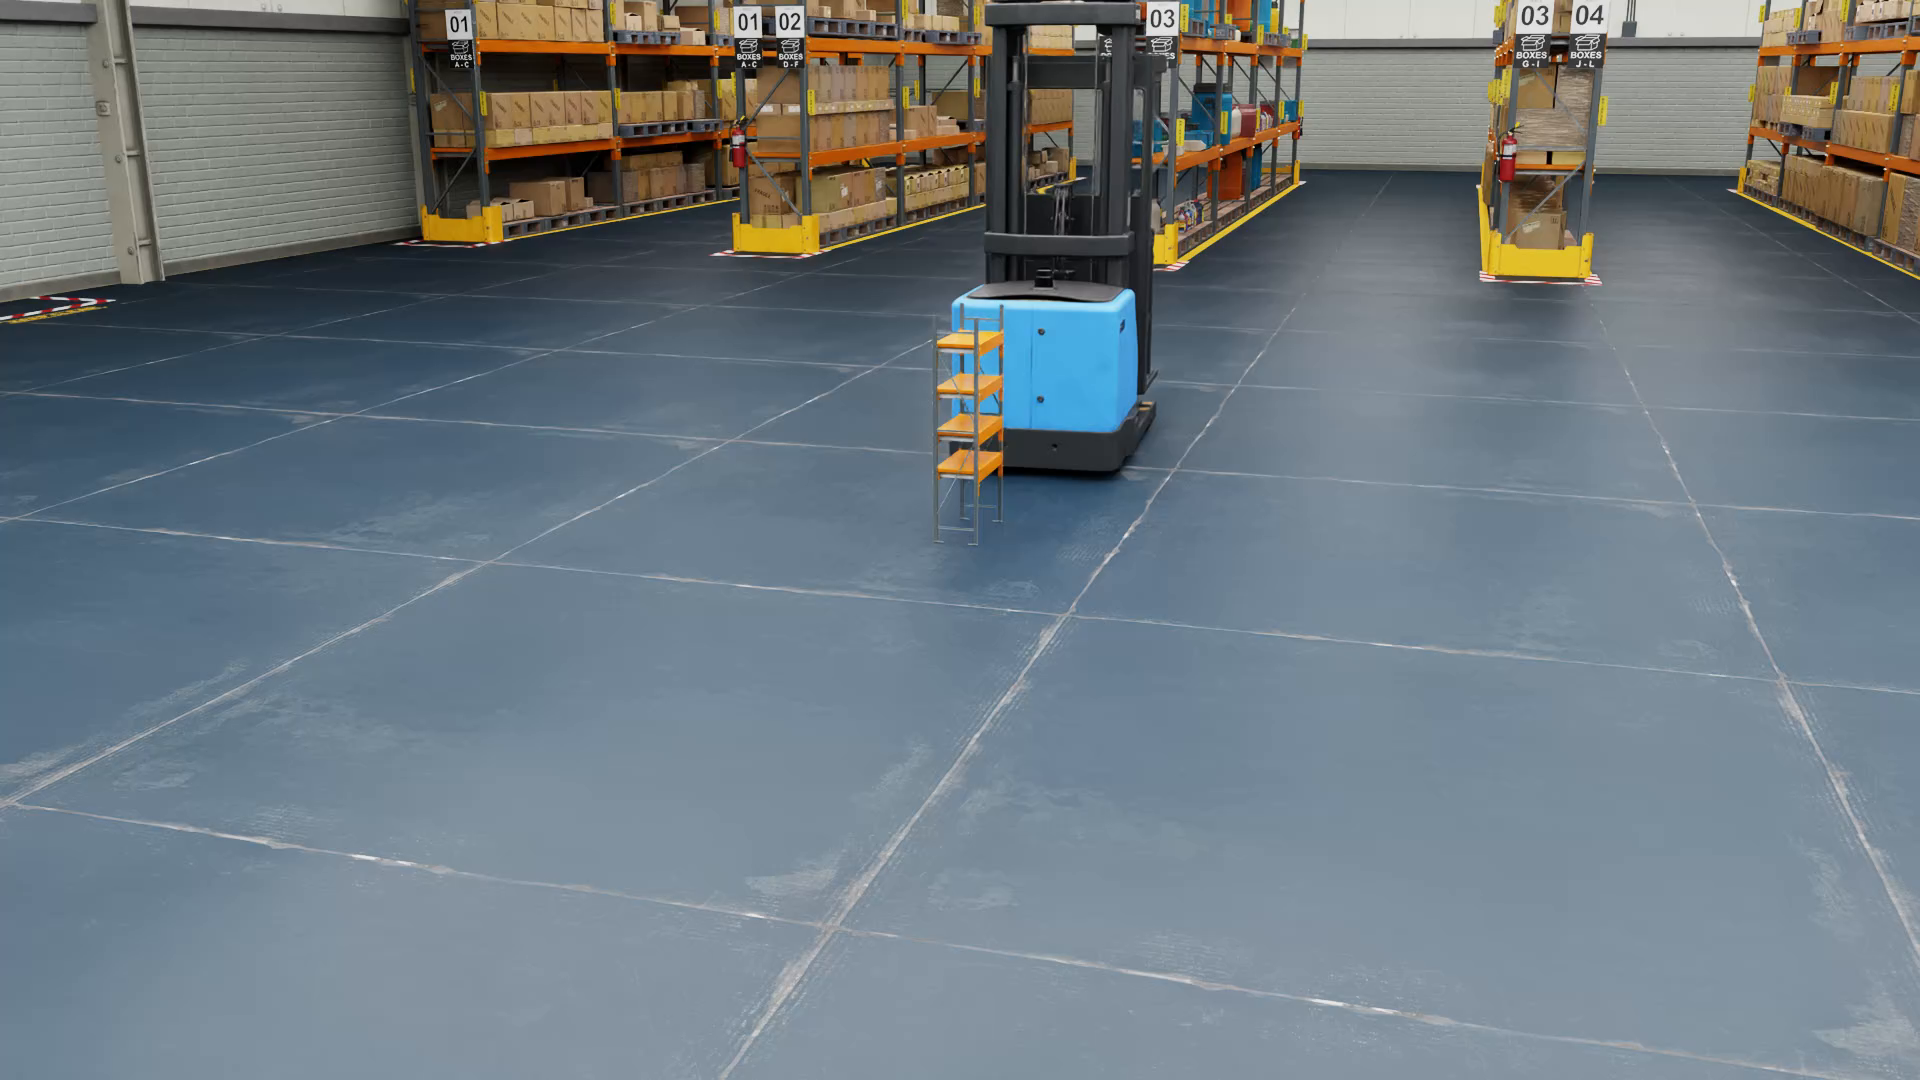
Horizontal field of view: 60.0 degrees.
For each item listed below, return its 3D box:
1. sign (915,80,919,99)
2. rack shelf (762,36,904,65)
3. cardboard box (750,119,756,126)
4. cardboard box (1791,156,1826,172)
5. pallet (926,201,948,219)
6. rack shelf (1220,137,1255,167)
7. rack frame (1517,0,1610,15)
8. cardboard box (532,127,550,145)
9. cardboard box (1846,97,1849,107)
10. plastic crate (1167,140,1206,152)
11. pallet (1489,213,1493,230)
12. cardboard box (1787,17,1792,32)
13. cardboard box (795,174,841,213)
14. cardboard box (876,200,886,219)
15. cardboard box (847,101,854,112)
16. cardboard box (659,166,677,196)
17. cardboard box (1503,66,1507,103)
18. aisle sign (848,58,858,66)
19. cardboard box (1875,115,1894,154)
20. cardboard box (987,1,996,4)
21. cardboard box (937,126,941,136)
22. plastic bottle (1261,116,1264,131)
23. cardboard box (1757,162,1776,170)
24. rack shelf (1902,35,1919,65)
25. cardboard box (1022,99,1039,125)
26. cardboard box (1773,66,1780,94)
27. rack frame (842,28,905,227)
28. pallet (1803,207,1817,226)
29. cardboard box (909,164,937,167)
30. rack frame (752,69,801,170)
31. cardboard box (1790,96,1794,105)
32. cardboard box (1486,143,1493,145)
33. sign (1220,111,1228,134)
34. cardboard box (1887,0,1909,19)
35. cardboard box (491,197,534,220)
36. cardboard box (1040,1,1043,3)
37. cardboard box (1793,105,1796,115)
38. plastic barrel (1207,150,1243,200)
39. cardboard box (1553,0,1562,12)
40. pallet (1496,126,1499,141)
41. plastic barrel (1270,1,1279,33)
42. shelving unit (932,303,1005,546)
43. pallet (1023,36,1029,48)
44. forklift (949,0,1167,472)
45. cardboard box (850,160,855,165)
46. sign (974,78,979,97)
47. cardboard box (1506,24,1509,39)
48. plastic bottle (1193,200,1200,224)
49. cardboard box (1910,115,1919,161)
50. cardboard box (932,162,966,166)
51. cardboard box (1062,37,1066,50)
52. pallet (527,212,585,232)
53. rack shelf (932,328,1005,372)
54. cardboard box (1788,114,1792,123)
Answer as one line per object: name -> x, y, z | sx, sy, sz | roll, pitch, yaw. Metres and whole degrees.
sign -> -0.760, -8.063, 29.783 | 0.100, 0.325, 0.005 | 5, 16, 16
rack shelf -> -1.942, -7.032, 23.945 | 1.077, 0.370, 4.000 | 5, 16, 16
cardboard box -> -4.246, -8.247, 32.831 | 0.380, 0.149, 0.250 | 5, 17, 16
cardboard box -> 14.511, -6.419, 28.399 | 0.500, 0.250, 0.500 | 5, 17, 17
pallet -> -0.857, -5.633, 28.301 | 1.003, 0.211, 1.213 | 5, 16, 16
rack shelf -> 3.943, -6.250, 26.686 | 1.077, 0.370, 4.000 | 5, 16, 16
rack frame -> 6.986, -7.529, 18.881 | 1.000, 3.000, 0.127 | 5, 16, 16
cardboard box -> -6.534, -6.105, 25.095 | 0.500, 0.250, 0.500 | 4, 16, 15
cardboard box -> 14.676, -7.142, 27.111 | 0.380, 0.149, 0.250 | 5, 17, 18
plastic crate -> 3.156, -5.502, 23.212 | 0.530, 0.136, 0.437 | 5, 16, 16
pallet -> 8.688, -4.871, 25.617 | 1.003, 0.211, 1.213 | 5, 16, 16
cardboard box -> 15.170, -9.258, 29.834 | 0.500, 0.250, 0.500 | 4, 16, 14
cardboard box -> -2.005, -4.906, 23.523 | 0.500, 0.500, 0.500 | 5, 16, 16
cardboard box -> -1.448, -5.069, 25.473 | 0.500, 0.250, 0.500 | 5, 16, 16
cardboard box -> -1.755, -6.260, 24.030 | 0.380, 0.149, 0.250 | 5, 17, 16
cardboard box -> -5.514, -6.447, 29.835 | 0.700, 0.500, 0.500 | 5, 16, 16
cardboard box -> 7.751, -6.263, 22.853 | 0.500, 0.500, 0.500 | 5, 16, 16
aisle sign -> -2.406, -11.227, 38.150 | 0.394, 0.787, 0.004 | 5, 16, 16
cardboard box -> 12.742, -5.483, 22.481 | 0.500, 0.500, 0.500 | 5, 16, 16
cardboard box -> 0.309, -9.817, 31.311 | 0.600, 0.600, 0.600 | 4, 16, 14
cardboard box -> -0.545, -7.046, 28.633 | 0.380, 0.149, 0.250 | 6, 17, 20
plastic bottle -> 5.494, -7.655, 30.547 | 0.152, 0.276, 0.135 | 5, 16, 16
cardboard box -> 15.637, -7.215, 32.133 | 0.380, 0.149, 0.250 | 4, 16, 13
rack shelf -> 12.281, -5.852, 19.784 | 1.077, 0.370, 4.000 | 5, 16, 16
cardboard box -> 1.306, -8.711, 33.862 | 0.500, 0.500, 0.500 | 5, 17, 17
cardboard box -> 15.298, -8.456, 30.582 | 0.500, 0.500, 0.500 | 5, 17, 17
rack frame -> -1.374, -6.458, 26.101 | 1.000, 3.000, 0.127 | 5, 16, 16
pallet -> 14.210, -5.187, 26.730 | 1.003, 0.211, 1.213 | 5, 16, 16
cardboard box -> -0.667, -6.539, 29.629 | 0.500, 0.311, 0.500 | 5, 17, 18
rack frame -> -3.851, -8.934, 34.831 | 1.000, 3.000, 0.127 | 5, 16, 16
cardboard box -> 14.348, -7.465, 28.253 | 0.380, 0.149, 0.250 | 4, 16, 15
cardboard box -> 10.234, -6.793, 30.405 | 1.225, 0.875, 0.875 | 5, 16, 16
sign -> 3.899, -6.161, 24.545 | 0.100, 0.325, 0.005 | 5, 16, 16
cardboard box -> 12.990, -7.239, 22.679 | 0.500, 0.250, 0.500 | 4, 16, 15
cardboard box -> -6.816, -5.036, 25.209 | 0.500, 0.311, 0.500 | 6, 17, 20
cardboard box -> 1.279, -10.773, 33.802 | 0.700, 0.500, 0.500 | 5, 16, 16
cardboard box -> 14.278, -7.253, 28.051 | 0.380, 0.149, 0.250 | 5, 17, 18
plastic barrel -> 4.634, -6.407, 29.128 | 0.600, 0.830, 0.708 | 5, 16, 16
cardboard box -> 6.952, -6.361, 19.806 | 0.380, 0.149, 0.250 | 4, 16, 14
pallet -> 9.159, -6.448, 26.419 | 1.213, 0.211, 1.003 | 5, 16, 16
plastic barrel -> 5.583, -9.647, 30.733 | 0.600, 0.588, 0.600 | 0, 16, 0
shelving unit -> 0.047, -0.621, 8.818 | 0.258, 1.200, 0.503 | 5, 16, 16
pallet -> 0.647, -9.739, 32.514 | 1.213, 0.211, 1.003 | 5, 16, 16
forklift -> 0.766, -2.182, 11.151 | 1.130, 2.935, 3.031 | 4, 16, 13
cardboard box -> -2.817, -8.789, 38.131 | 0.700, 0.500, 0.500 | 5, 16, 16
sign -> 0.296, -8.019, 29.484 | 0.100, 0.325, 0.005 | 5, 16, 16
cardboard box -> 8.599, -7.734, 25.376 | 0.500, 0.250, 0.500 | 5, 17, 17
plastic bottle -> 3.413, -4.769, 24.195 | 0.144, 0.351, 0.185 | 4, 16, 13
cardboard box -> 12.355, -4.975, 20.597 | 0.875, 0.550, 0.550 | 5, 16, 16
cardboard box -> -0.196, -6.777, 30.999 | 0.500, 0.500, 0.500 | 5, 17, 18
cardboard box -> 1.991, -10.684, 35.777 | 0.500, 0.250, 0.500 | 5, 16, 16
pallet -> -6.626, -5.001, 26.074 | 1.003, 0.211, 1.213 | 5, 16, 16
rack shelf -> 0.047, -0.999, 8.711 | 0.258, 0.148, 0.480 | 5, 16, 16
cardboard box -> 14.350, -7.181, 28.340 | 0.380, 0.149, 0.250 | 5, 17, 16
